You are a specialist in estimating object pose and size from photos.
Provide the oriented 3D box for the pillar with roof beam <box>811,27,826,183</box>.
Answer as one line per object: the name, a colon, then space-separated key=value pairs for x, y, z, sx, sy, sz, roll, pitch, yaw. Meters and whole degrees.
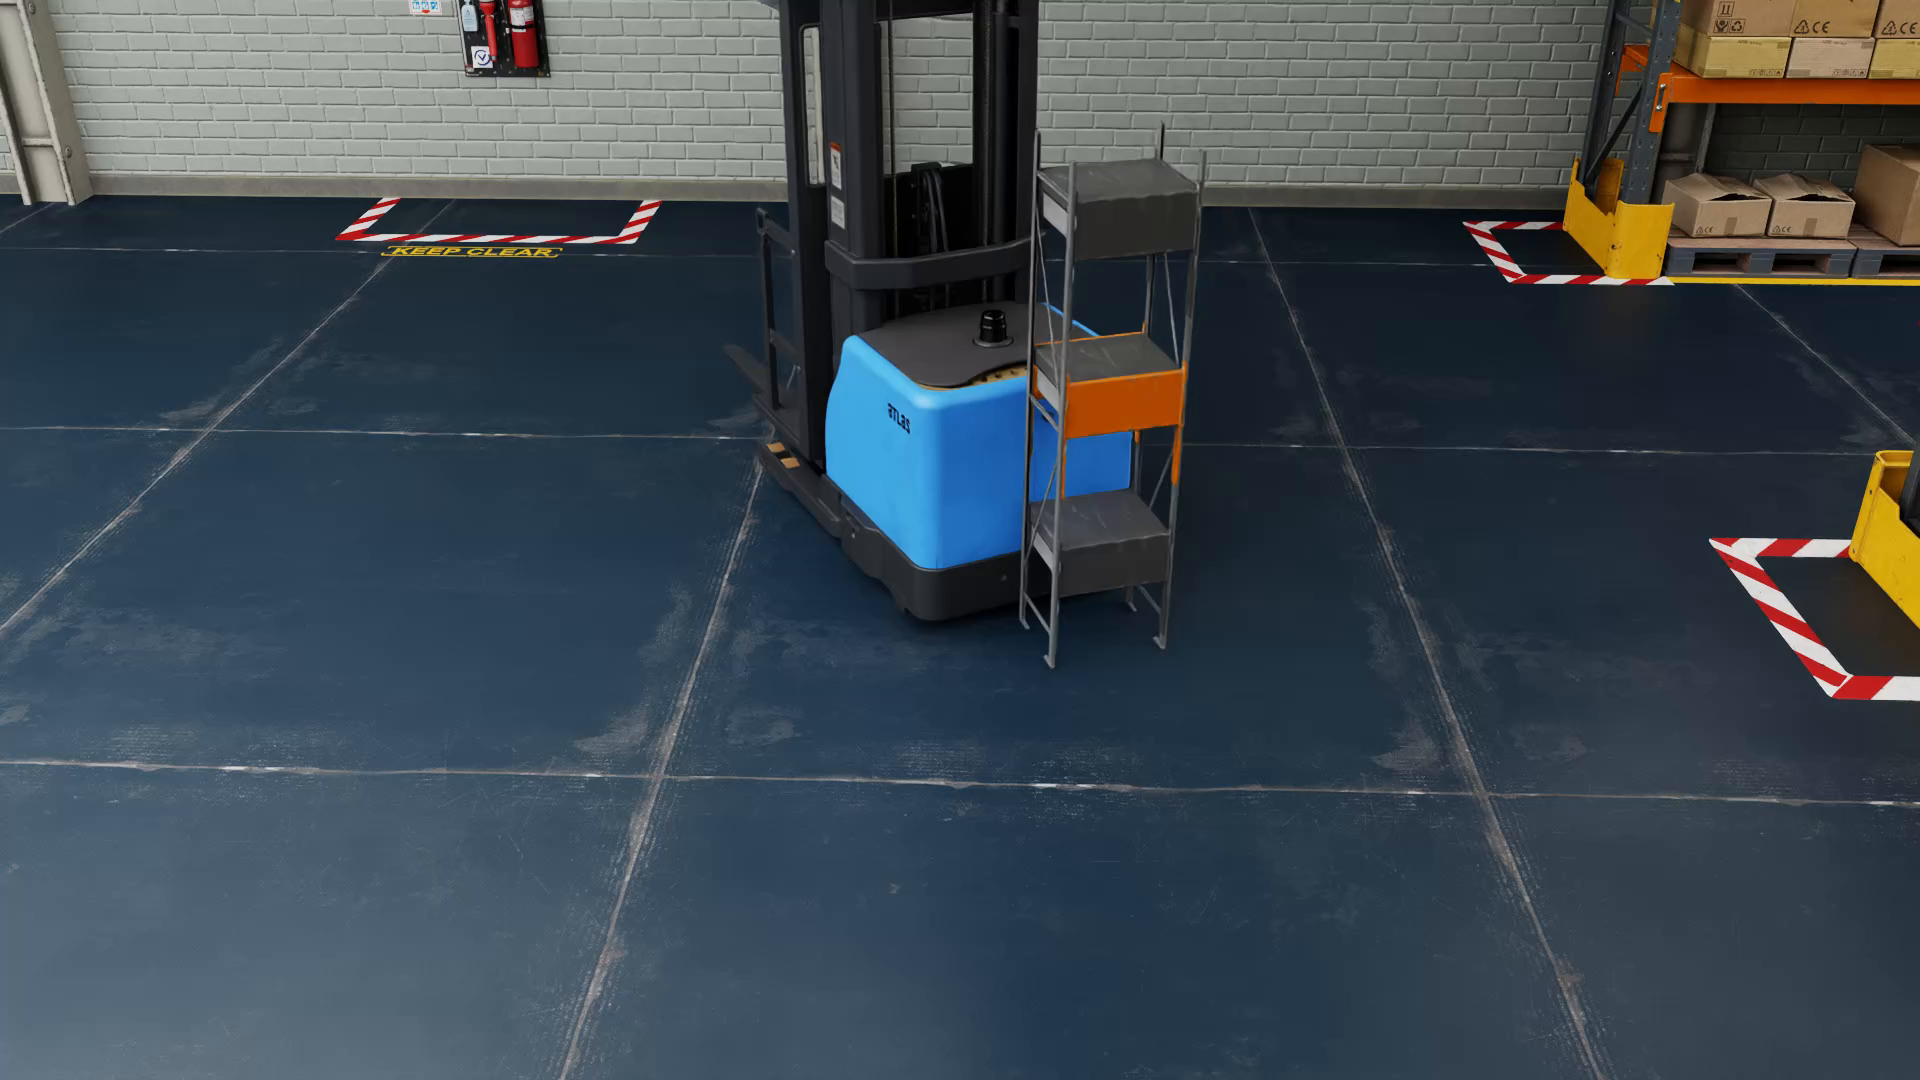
pillar with roof beam: x=-0.998 y=-4.454 z=6.544 sx=0.400 sy=9.000 sz=9.100 roll=1 pitch=28 yaw=2

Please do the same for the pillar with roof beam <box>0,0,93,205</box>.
pillar with roof beam: x=-6.994 y=-4.553 z=6.731 sx=0.400 sy=9.000 sz=9.100 roll=1 pitch=28 yaw=2

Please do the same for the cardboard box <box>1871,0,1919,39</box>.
cardboard box: x=5.897 y=-3.427 z=10.350 sx=0.500 sy=0.500 sz=0.500 roll=0 pitch=28 yaw=0

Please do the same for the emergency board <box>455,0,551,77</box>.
emergency board: x=-3.314 y=-3.877 z=11.861 sx=0.643 sy=1.169 sz=0.194 roll=1 pitch=28 yaw=2

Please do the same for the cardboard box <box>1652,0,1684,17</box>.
cardboard box: x=4.899 y=-3.691 z=10.849 sx=0.500 sy=0.500 sz=0.500 roll=1 pitch=28 yaw=1

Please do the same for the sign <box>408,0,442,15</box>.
sign: x=-3.863 y=-3.950 z=11.961 sx=0.234 sy=0.329 sz=0.001 roll=1 pitch=28 yaw=2

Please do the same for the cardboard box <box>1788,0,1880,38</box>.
cardboard box: x=5.380 y=-3.438 z=10.372 sx=0.500 sy=0.500 sz=0.500 roll=1 pitch=28 yaw=2

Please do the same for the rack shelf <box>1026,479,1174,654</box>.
rack shelf: x=0.555 y=0.103 z=6.822 sx=0.480 sy=0.518 sz=0.431 roll=-8 pitch=31 yaw=-15

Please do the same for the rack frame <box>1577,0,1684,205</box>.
rack frame: x=4.420 y=-3.326 z=10.821 sx=0.127 sy=3.000 sz=1.000 roll=1 pitch=28 yaw=2

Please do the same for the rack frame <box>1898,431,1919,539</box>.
rack frame: x=4.249 y=-1.007 z=6.447 sx=0.127 sy=3.000 sz=1.000 roll=1 pitch=28 yaw=2

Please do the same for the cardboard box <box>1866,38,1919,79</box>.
cardboard box: x=5.925 y=-3.099 z=10.531 sx=0.500 sy=0.250 sz=0.500 roll=1 pitch=28 yaw=1

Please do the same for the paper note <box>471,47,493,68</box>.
paper note: x=-3.489 y=-3.523 z=12.134 sx=0.142 sy=0.148 sz=0.016 roll=1 pitch=28 yaw=2

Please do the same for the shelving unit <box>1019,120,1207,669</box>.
shelving unit: x=0.561 y=-0.517 z=6.469 sx=0.503 sy=2.100 sz=0.431 roll=-8 pitch=31 yaw=-15

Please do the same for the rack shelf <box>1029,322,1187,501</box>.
rack shelf: x=0.561 y=-0.505 z=6.475 sx=0.480 sy=0.518 sz=0.431 roll=-8 pitch=31 yaw=-15

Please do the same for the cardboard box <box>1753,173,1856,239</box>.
cardboard box: x=5.678 y=-2.269 z=11.229 sx=0.500 sy=0.311 sz=0.500 roll=3 pitch=28 yaw=6

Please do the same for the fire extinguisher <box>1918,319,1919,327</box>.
fire extinguisher: x=4.148 y=-1.192 z=6.879 sx=0.183 sy=0.674 sz=0.296 roll=1 pitch=28 yaw=2

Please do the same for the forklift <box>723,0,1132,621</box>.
forklift: x=-0.357 y=-1.619 z=7.675 sx=1.130 sy=2.935 sz=3.031 roll=-13 pitch=31 yaw=-23

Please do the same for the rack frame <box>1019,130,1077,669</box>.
rack frame: x=0.328 y=-0.483 z=6.404 sx=0.015 sy=2.100 sz=0.400 roll=-8 pitch=31 yaw=-15

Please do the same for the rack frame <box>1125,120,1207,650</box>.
rack frame: x=0.794 y=-0.551 z=6.533 sx=0.015 sy=2.100 sz=0.400 roll=-8 pitch=31 yaw=-15

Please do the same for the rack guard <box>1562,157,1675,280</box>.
rack guard: x=4.496 y=-2.220 z=11.404 sx=0.348 sy=0.500 sz=1.175 roll=1 pitch=28 yaw=2

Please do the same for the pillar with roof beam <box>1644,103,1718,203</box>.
pillar with roof beam: x=4.999 y=-4.355 z=6.357 sx=0.400 sy=9.000 sz=9.100 roll=1 pitch=28 yaw=2

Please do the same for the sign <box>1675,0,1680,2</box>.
sign: x=4.401 y=-3.454 z=10.139 sx=0.005 sy=0.325 sz=0.100 roll=1 pitch=28 yaw=2

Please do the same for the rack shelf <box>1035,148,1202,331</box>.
rack shelf: x=0.567 y=-1.114 z=6.129 sx=0.480 sy=0.518 sz=0.431 roll=-8 pitch=31 yaw=-15

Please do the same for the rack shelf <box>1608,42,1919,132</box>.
rack shelf: x=6.419 y=-2.975 z=10.927 sx=4.000 sy=0.370 sz=1.077 roll=1 pitch=28 yaw=2

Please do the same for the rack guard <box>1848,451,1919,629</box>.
rack guard: x=4.225 y=0.097 z=7.033 sx=0.348 sy=0.500 sz=1.175 roll=1 pitch=28 yaw=2

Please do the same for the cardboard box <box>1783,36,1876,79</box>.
cardboard box: x=5.416 y=-3.110 z=10.553 sx=0.500 sy=0.250 sz=0.500 roll=0 pitch=28 yaw=0

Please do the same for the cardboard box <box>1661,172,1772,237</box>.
cardboard box: x=5.109 y=-2.279 z=11.247 sx=0.500 sy=0.311 sz=0.500 roll=-2 pitch=28 yaw=-4

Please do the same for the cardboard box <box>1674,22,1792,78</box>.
cardboard box: x=4.897 y=-3.112 z=10.556 sx=0.500 sy=0.250 sz=0.500 roll=0 pitch=28 yaw=0

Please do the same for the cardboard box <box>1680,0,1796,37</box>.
cardboard box: x=4.887 y=-3.451 z=10.396 sx=0.500 sy=0.500 sz=0.500 roll=1 pitch=28 yaw=2

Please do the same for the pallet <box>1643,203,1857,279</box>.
pallet: x=5.307 y=-2.063 z=11.415 sx=1.213 sy=0.211 sz=1.003 roll=1 pitch=28 yaw=2

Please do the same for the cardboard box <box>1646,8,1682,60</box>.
cardboard box: x=4.894 y=-3.351 z=11.008 sx=0.500 sy=0.250 sz=0.500 roll=1 pitch=28 yaw=3

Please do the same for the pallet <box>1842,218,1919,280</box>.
pallet: x=6.523 y=-2.041 z=11.375 sx=1.213 sy=0.211 sz=1.003 roll=1 pitch=28 yaw=2

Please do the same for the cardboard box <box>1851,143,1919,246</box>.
cardboard box: x=6.410 y=-2.317 z=11.118 sx=0.500 sy=0.500 sz=0.700 roll=-1 pitch=28 yaw=-1
